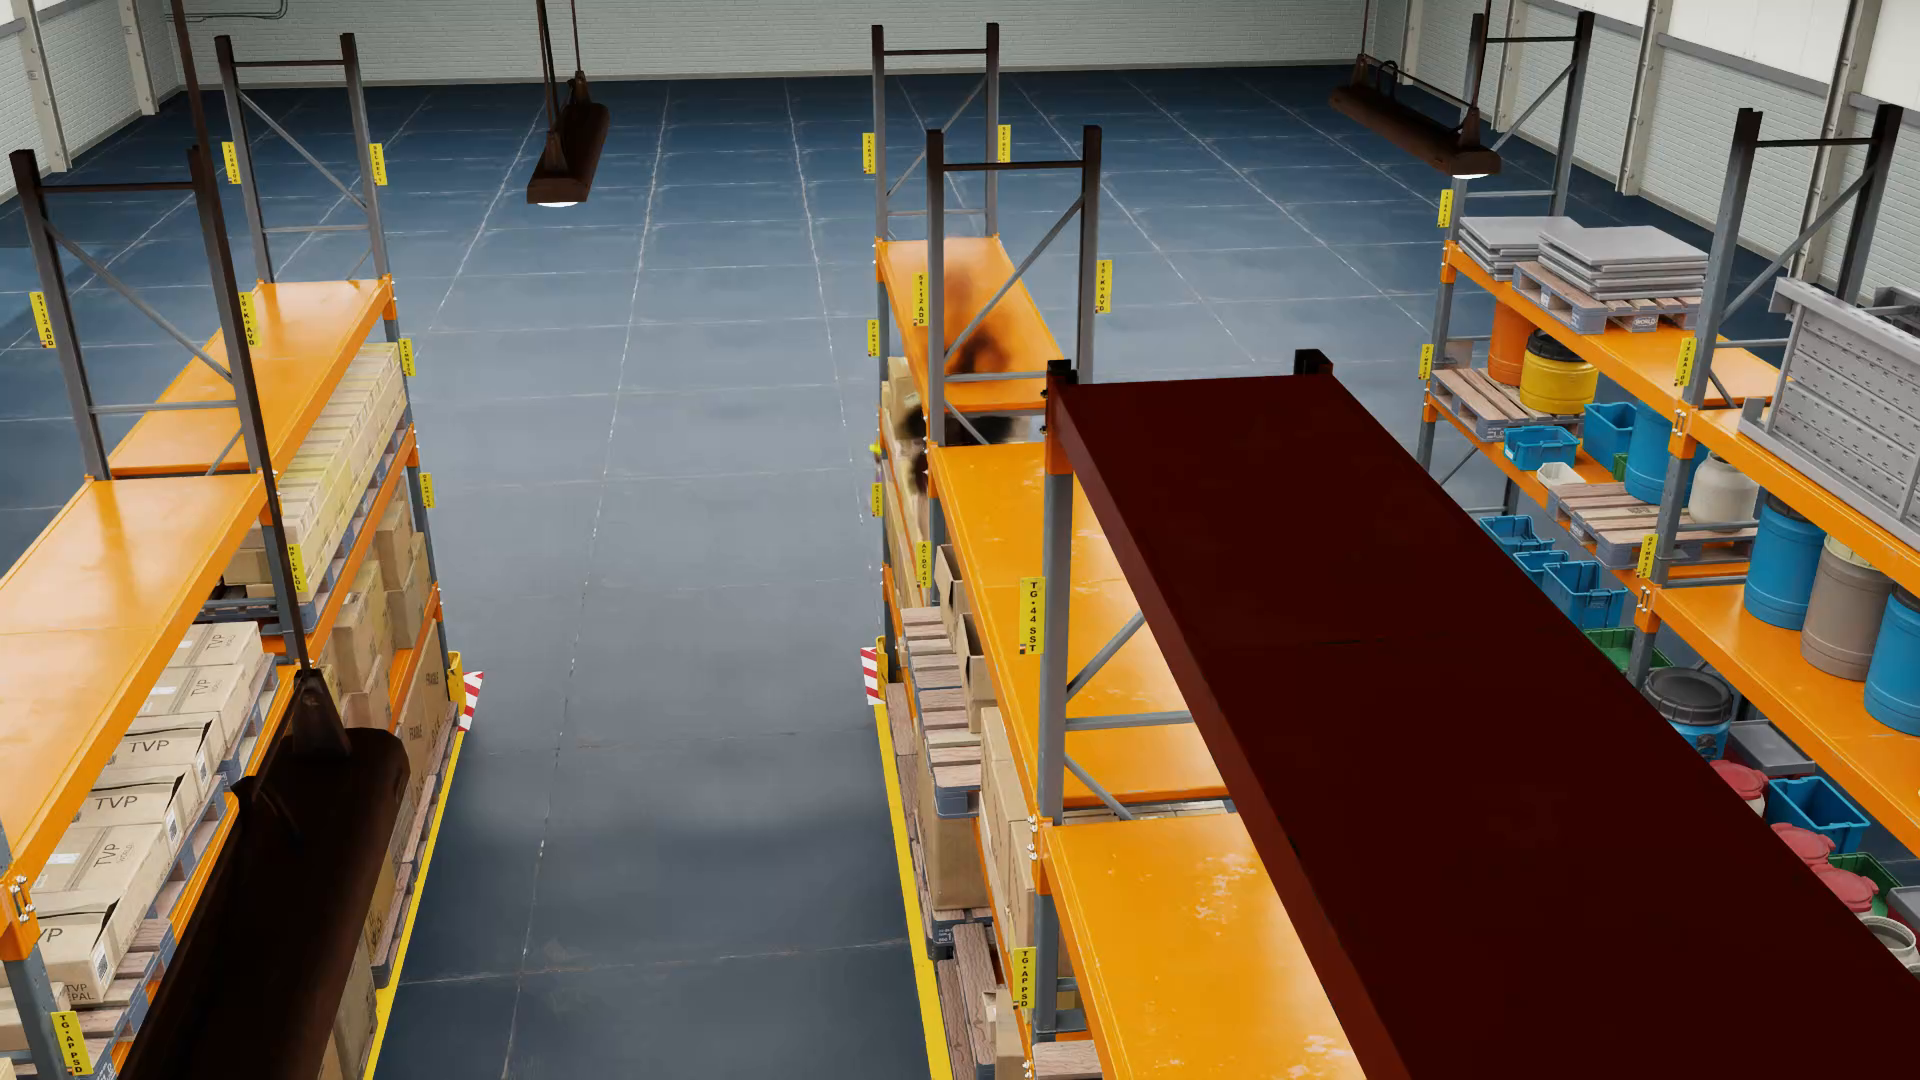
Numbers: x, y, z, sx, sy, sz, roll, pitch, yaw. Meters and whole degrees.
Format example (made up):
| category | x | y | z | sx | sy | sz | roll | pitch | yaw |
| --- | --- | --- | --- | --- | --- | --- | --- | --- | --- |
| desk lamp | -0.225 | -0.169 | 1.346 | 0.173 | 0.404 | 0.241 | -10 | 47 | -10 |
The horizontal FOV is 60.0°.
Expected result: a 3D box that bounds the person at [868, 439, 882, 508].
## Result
| category | x | y | z | sx | sy | sz | roll | pitch | yaw |
| --- | --- | --- | --- | --- | --- | --- | --- | --- | --- |
| person | -0.574 | -0.215 | 17.041 | 0.774 | 1.689 | 0.693 | 12 | 28 | 24 |
